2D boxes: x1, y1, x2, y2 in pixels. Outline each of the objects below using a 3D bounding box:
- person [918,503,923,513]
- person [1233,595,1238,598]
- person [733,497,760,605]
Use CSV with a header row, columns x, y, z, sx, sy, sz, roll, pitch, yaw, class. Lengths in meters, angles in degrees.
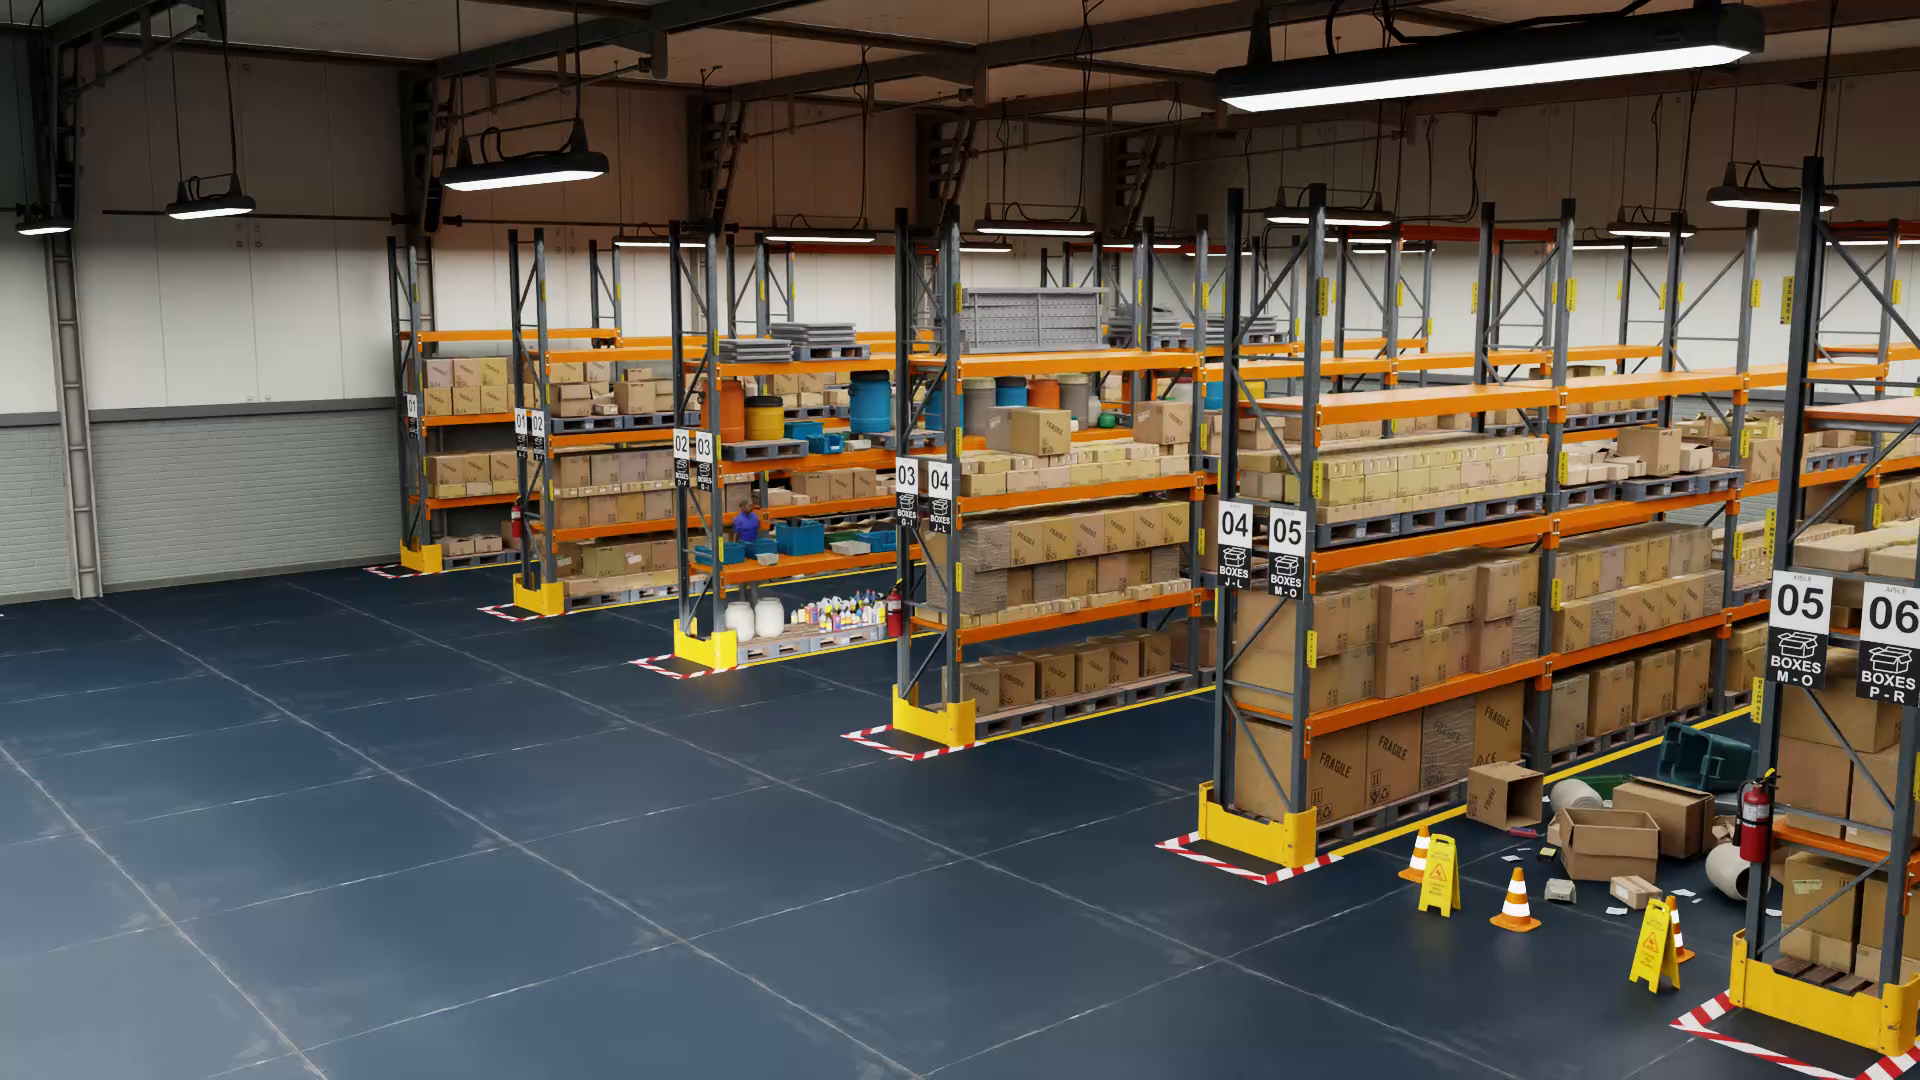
x,y,z,sx,sy,sz,roll,pitch,yaw,class
-0.873,-1.007,35.094,0.456,1.568,0.637,8,12,43,person
4.733,0.043,27.661,0.975,1.742,0.606,-8,12,-42,person
-3.248,0.167,25.306,0.462,1.673,0.344,-6,11,-36,person
